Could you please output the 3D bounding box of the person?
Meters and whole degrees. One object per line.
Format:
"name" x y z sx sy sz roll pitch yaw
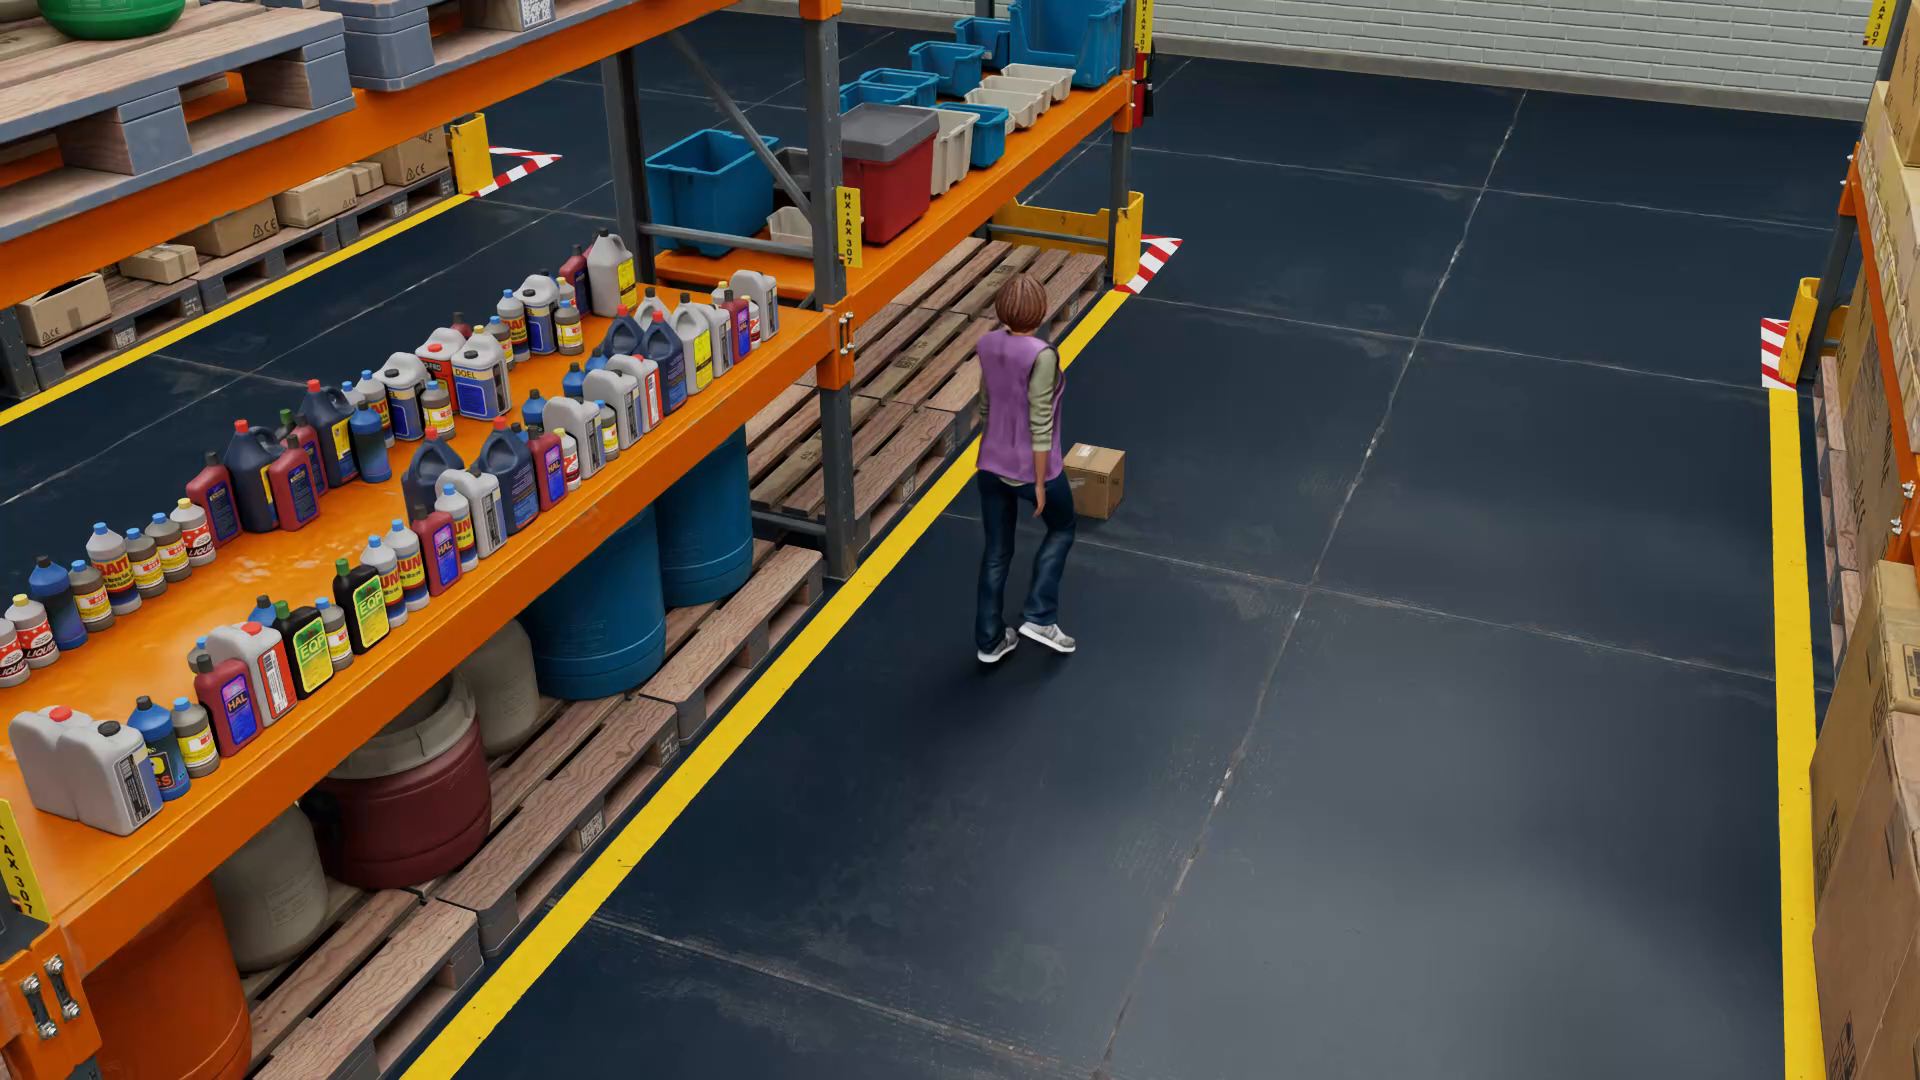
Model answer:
"person" 0.226 -0.250 6.543 0.482 1.567 0.506 19 35 30
